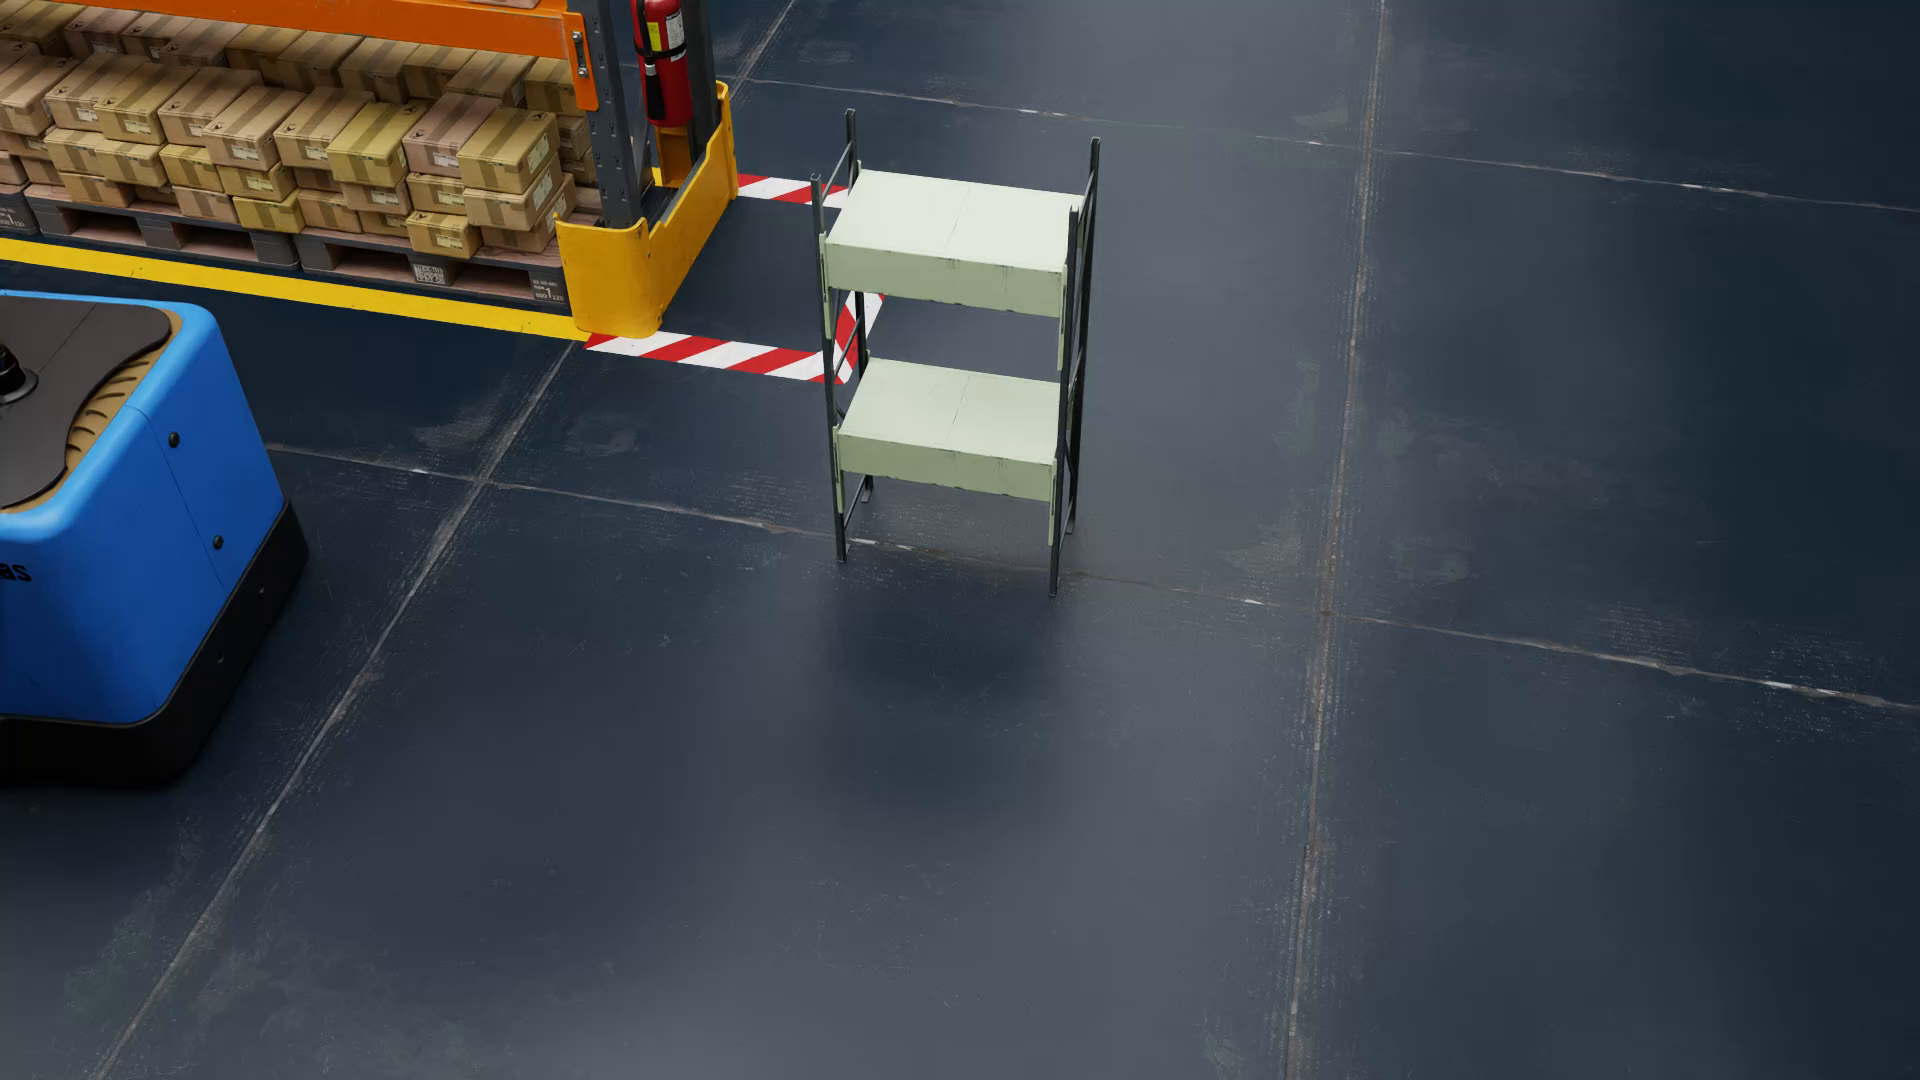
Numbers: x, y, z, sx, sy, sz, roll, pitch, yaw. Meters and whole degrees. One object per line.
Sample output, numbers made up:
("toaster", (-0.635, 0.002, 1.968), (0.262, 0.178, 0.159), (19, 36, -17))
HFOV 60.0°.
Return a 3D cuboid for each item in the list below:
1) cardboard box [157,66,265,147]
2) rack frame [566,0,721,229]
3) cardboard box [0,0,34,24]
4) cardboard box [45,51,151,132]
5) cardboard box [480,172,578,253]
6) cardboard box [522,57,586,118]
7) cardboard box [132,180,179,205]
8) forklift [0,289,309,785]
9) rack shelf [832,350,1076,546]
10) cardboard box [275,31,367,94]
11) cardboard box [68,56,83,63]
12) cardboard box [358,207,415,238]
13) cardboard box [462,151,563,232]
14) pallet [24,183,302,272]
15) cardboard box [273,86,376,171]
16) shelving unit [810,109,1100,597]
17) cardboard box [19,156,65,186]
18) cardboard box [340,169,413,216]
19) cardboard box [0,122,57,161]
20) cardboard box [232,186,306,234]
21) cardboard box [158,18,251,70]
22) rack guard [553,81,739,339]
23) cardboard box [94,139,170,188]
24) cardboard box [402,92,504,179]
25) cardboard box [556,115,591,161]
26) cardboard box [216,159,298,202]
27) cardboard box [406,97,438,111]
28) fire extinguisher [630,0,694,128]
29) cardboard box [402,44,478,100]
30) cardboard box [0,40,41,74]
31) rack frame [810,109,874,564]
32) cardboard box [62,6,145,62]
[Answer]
("cardboard box", (-3.018, -1.754, 6.733), (0.250, 0.149, 0.380), (7, 44, 8))
("rack frame", (-1.186, -2.277, 5.952), (0.127, 3.000, 1.000), (9, 45, 9))
("cardboard box", (-4.183, -2.299, 7.299), (0.250, 0.149, 0.380), (8, 45, 9))
("cardboard box", (-3.511, -1.839, 6.821), (0.250, 0.149, 0.380), (7, 44, 7))
("cardboard box", (-1.745, -1.340, 6.732), (0.250, 0.149, 0.380), (10, 45, 10))
("cardboard box", (-1.623, -1.925, 6.910), (0.250, 0.149, 0.380), (7, 44, 7))
("cardboard box", (-3.257, -1.577, 6.978), (0.250, 0.149, 0.380), (10, 45, 10))
("forklift", (-3.744, -0.772, 4.439), (3.031, 2.935, 1.130), (5, 44, 5))
("rack shelf", (-0.007, -0.306, 5.457), (0.720, 0.370, 0.431), (9, 45, 9))
("cardboard box", (-2.665, -2.040, 7.030), (0.250, 0.149, 0.380), (10, 45, 11))
("cardboard box", (-3.705, -2.090, 7.297), (0.250, 0.149, 0.380), (10, 45, 10))
("cardboard box", (-2.258, -1.408, 6.803), (0.250, 0.149, 0.380), (9, 45, 9))
("cardboard box", (-1.764, -1.395, 6.575), (0.250, 0.149, 0.380), (8, 44, 8))
("pallet", (-3.232, -1.617, 7.278), (1.213, 0.211, 1.003), (9, 45, 9))
("cardboard box", (-2.510, -1.636, 6.611), (0.250, 0.149, 0.380), (7, 44, 7))
("shelving unit", (-0.007, -0.541, 5.231), (0.755, 1.500, 0.431), (9, 45, 9))
("cardboard box", (-3.762, -1.670, 7.075), (0.250, 0.149, 0.380), (7, 44, 7))
("cardboard box", (-2.271, -1.472, 6.655), (0.250, 0.149, 0.380), (7, 44, 7))
("cardboard box", (-3.768, -1.752, 6.946), (0.250, 0.149, 0.380), (11, 45, 11))
("cardboard box", (-2.764, -1.433, 6.829), (0.250, 0.149, 0.380), (7, 44, 7))
("cardboard box", (-3.178, -2.084, 7.076), (0.250, 0.149, 0.380), (9, 45, 9))
("rack guard", (-1.260, -1.388, 6.831), (0.348, 0.500, 1.175), (9, 45, 9))
("cardboard box", (-3.300, -1.616, 6.805), (0.250, 0.149, 0.380), (9, 45, 9))
("cardboard box", (-1.991, -1.601, 6.574), (0.250, 0.149, 0.380), (10, 45, 10))
("cardboard box", (-1.641, -1.761, 6.955), (0.250, 0.149, 0.380), (11, 45, 11))
("cardboard box", (-2.779, -1.542, 6.728), (0.250, 0.149, 0.380), (9, 45, 10))
("cardboard box", (-2.155, -1.818, 7.014), (0.250, 0.149, 0.380), (9, 45, 10))
("fire extinguisher", (-1.041, -1.764, 5.744), (0.183, 0.674, 0.296), (9, 45, 9))
("cardboard box", (-2.137, -2.010, 6.999), (0.250, 0.149, 0.380), (9, 45, 9))
("cardboard box", (-4.026, -1.918, 6.903), (0.250, 0.149, 0.380), (8, 44, 8))
("rack frame", (-0.364, -0.597, 5.289), (0.023, 1.500, 0.400), (9, 45, 9))
("cardboard box", (-3.663, -2.228, 7.226), (0.250, 0.149, 0.380), (7, 44, 7))
